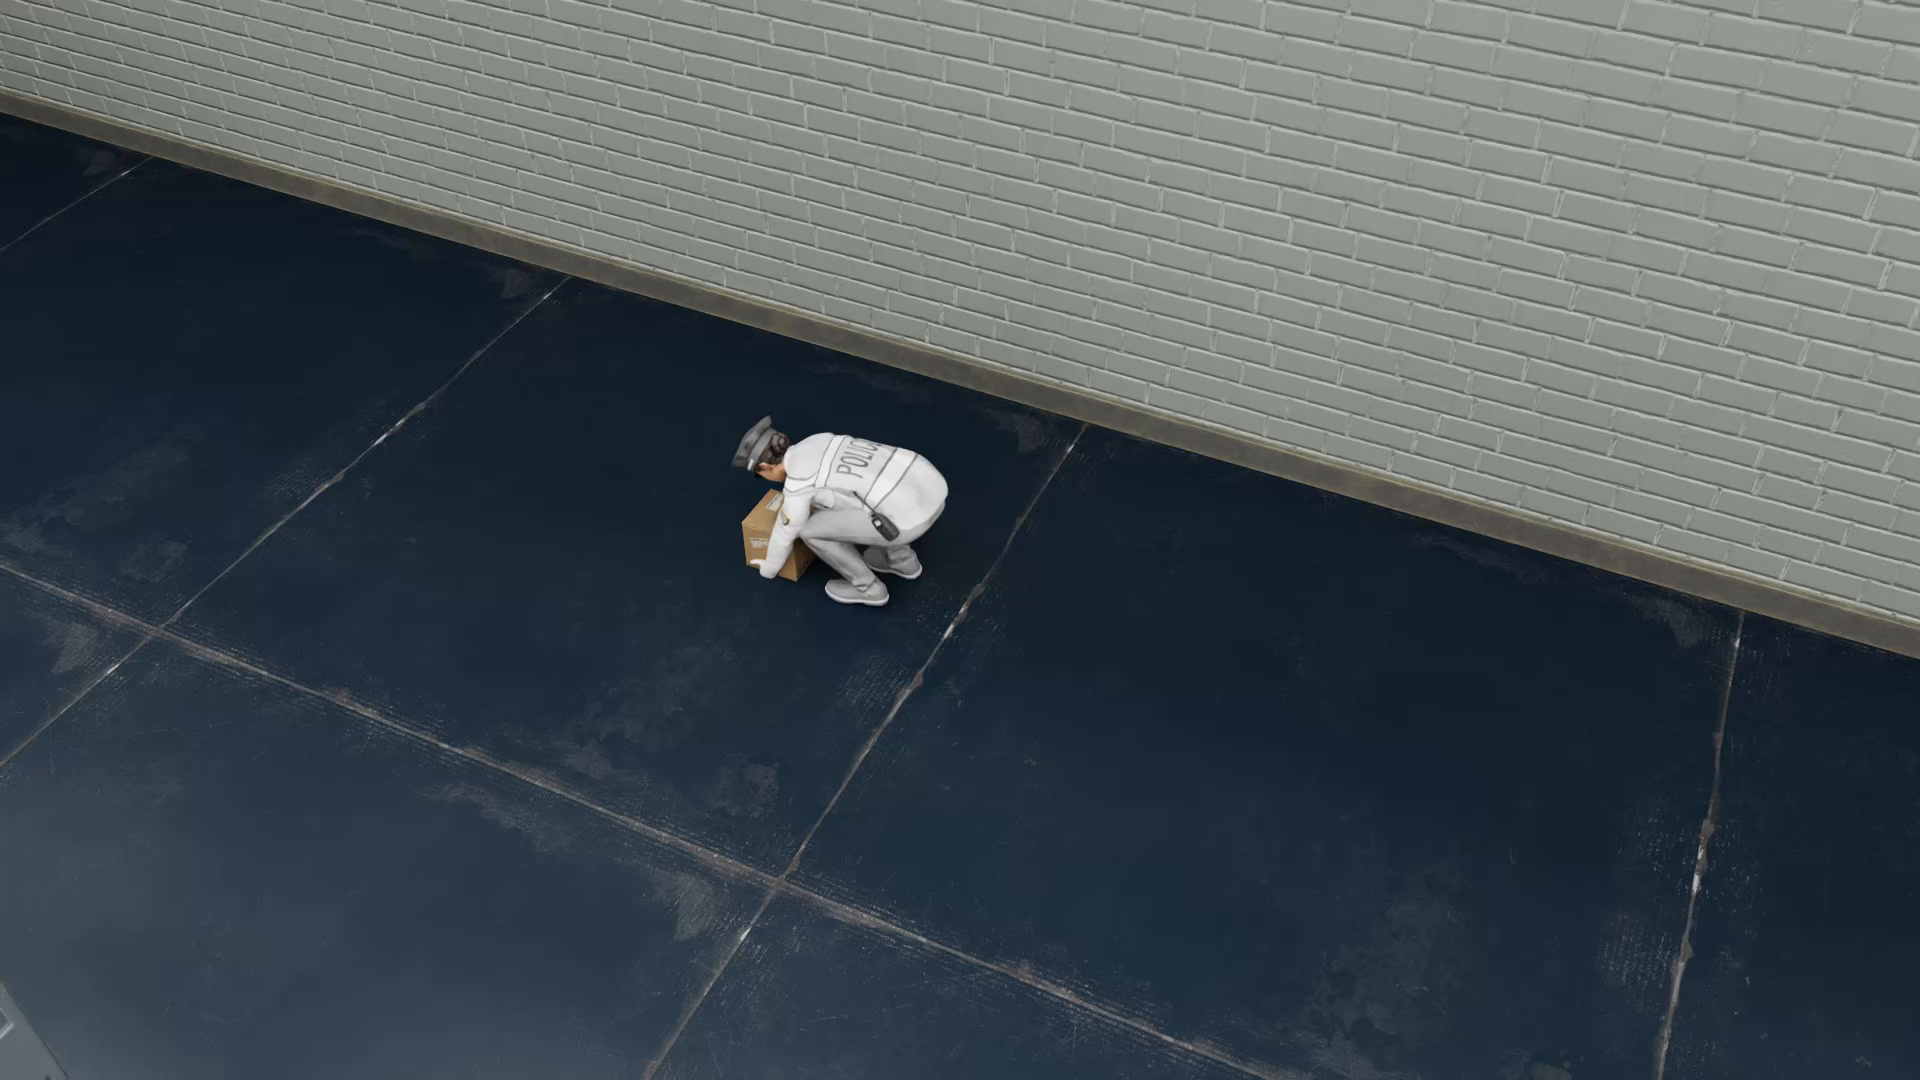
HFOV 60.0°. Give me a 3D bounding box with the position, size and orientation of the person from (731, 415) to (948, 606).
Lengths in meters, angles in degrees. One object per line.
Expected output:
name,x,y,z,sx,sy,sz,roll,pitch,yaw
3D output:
person,-0.505,-0.122,6.983,0.913,0.769,0.452,16,45,17
